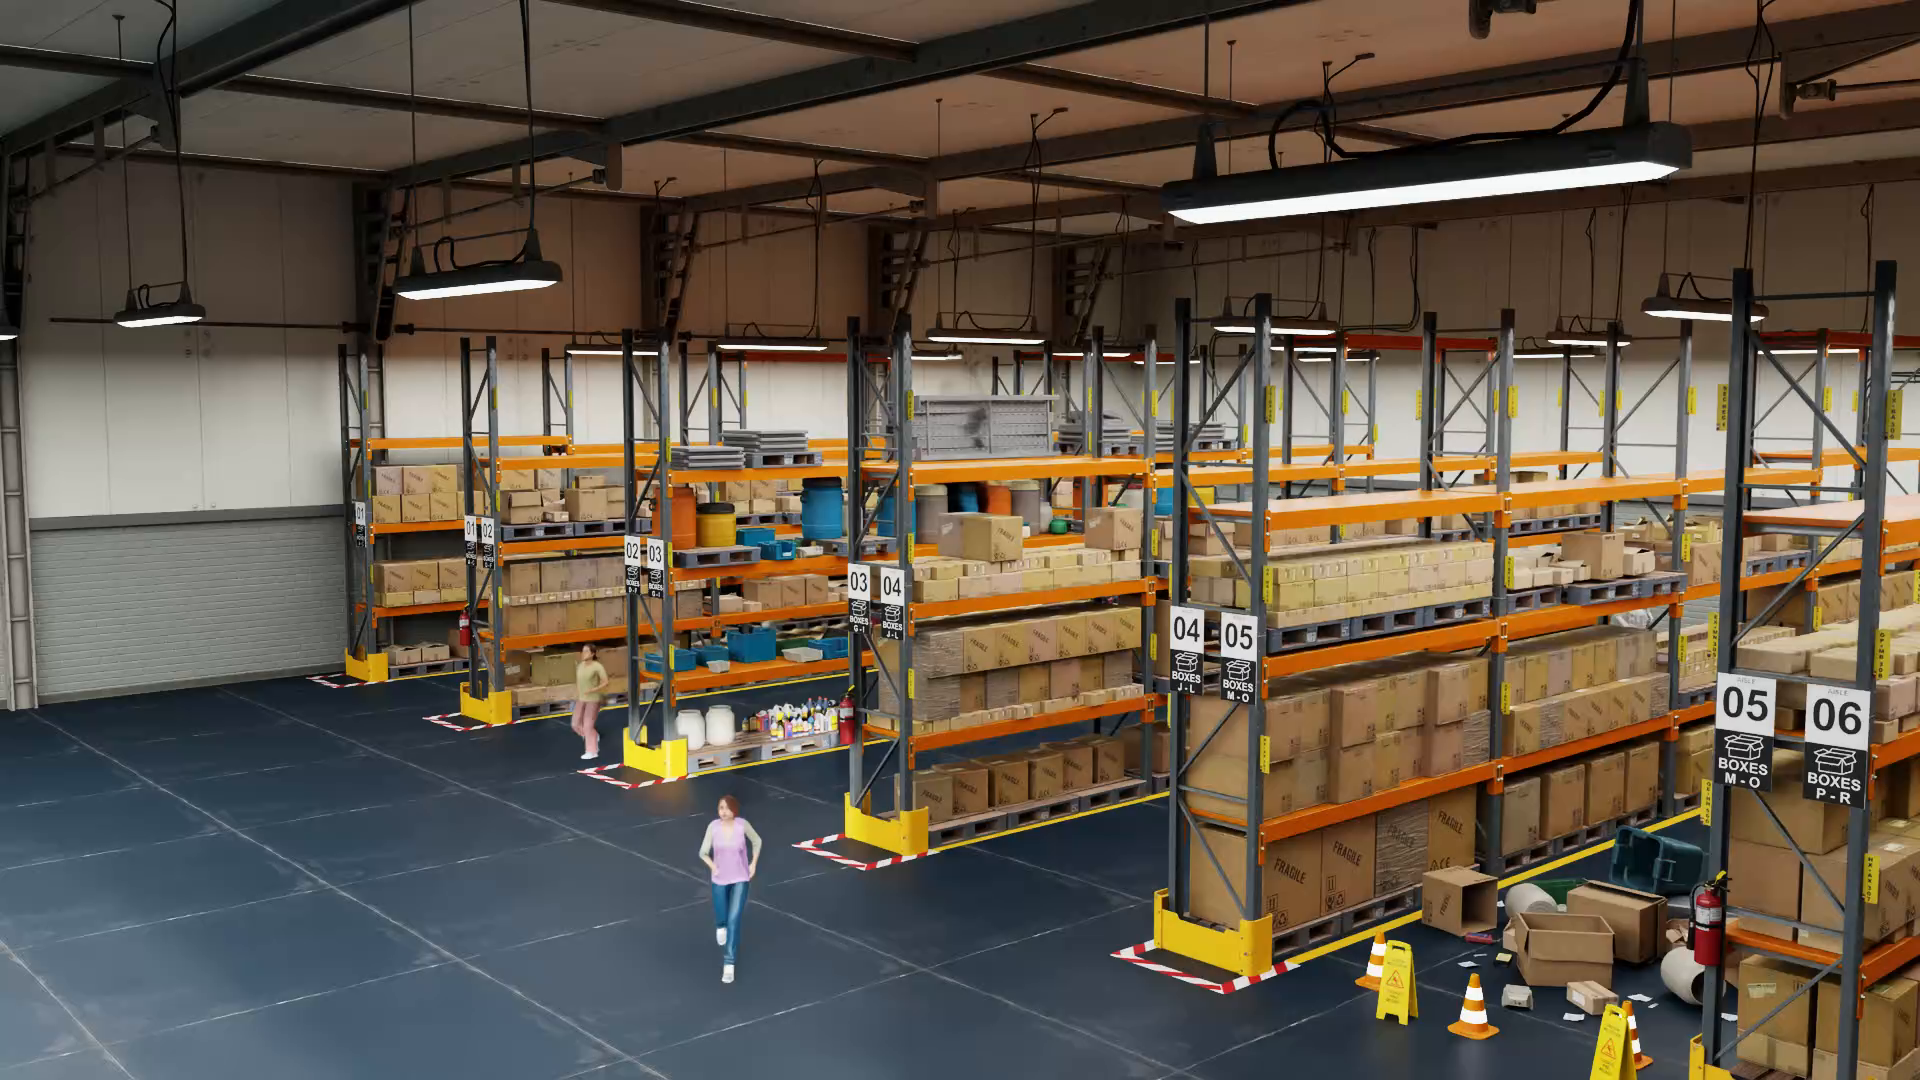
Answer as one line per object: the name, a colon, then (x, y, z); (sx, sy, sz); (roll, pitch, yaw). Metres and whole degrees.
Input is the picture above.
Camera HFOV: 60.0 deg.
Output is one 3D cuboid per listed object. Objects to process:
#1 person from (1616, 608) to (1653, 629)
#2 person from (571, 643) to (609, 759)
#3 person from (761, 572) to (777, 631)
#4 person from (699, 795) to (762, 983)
person: (12.074, 1.675, 29.743); (0.628, 1.704, 0.813); (-1, 5, -9)
person: (-5.217, 2.262, 23.370); (0.597, 1.625, 0.538); (3, 6, 27)
person: (-3.670, 1.410, 32.050); (0.795, 1.840, 0.633); (-5, 7, -42)
person: (-2.048, 3.051, 14.874); (0.549, 1.597, 0.808); (0, 5, -1)
